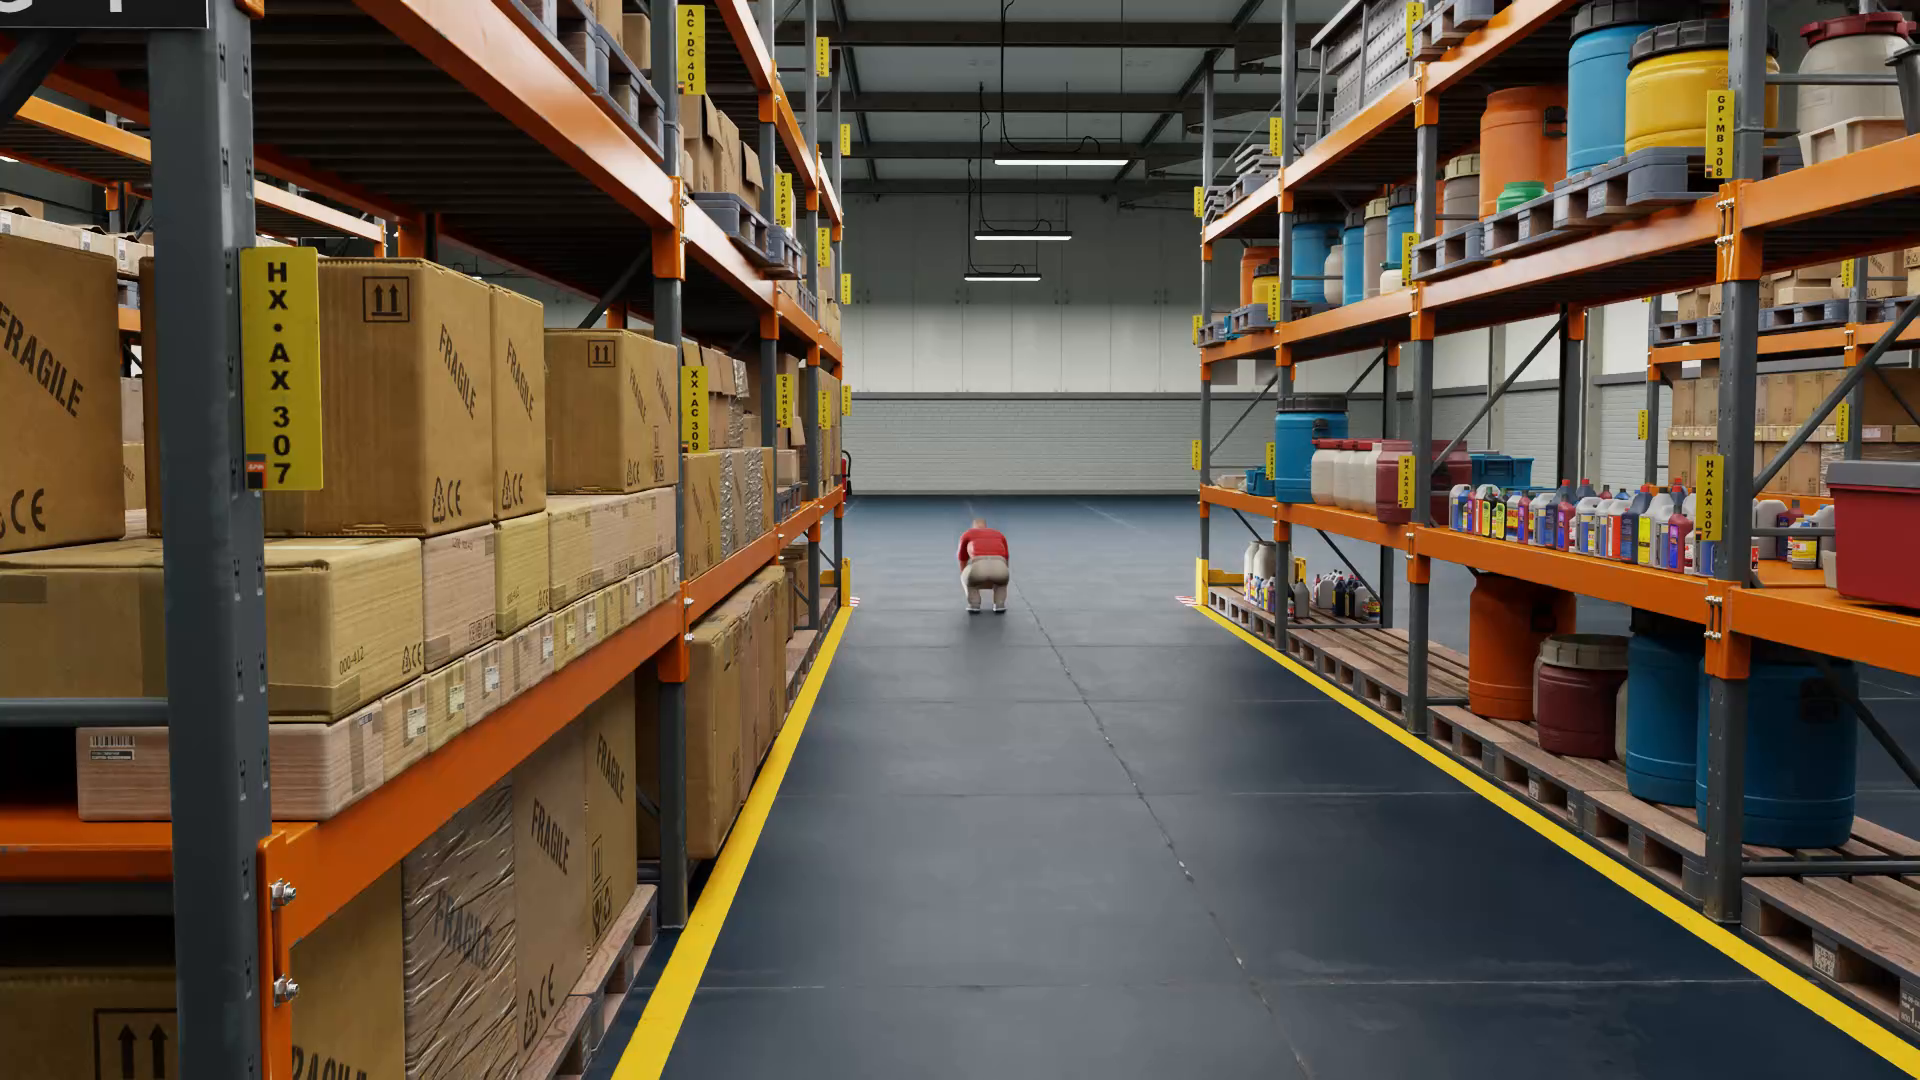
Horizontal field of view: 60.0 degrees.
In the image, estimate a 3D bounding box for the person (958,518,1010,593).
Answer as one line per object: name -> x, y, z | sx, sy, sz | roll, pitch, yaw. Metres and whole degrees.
person -> 0.257, 0.190, 17.725 | 0.556, 0.828, 0.770 | 0, 4, -1
